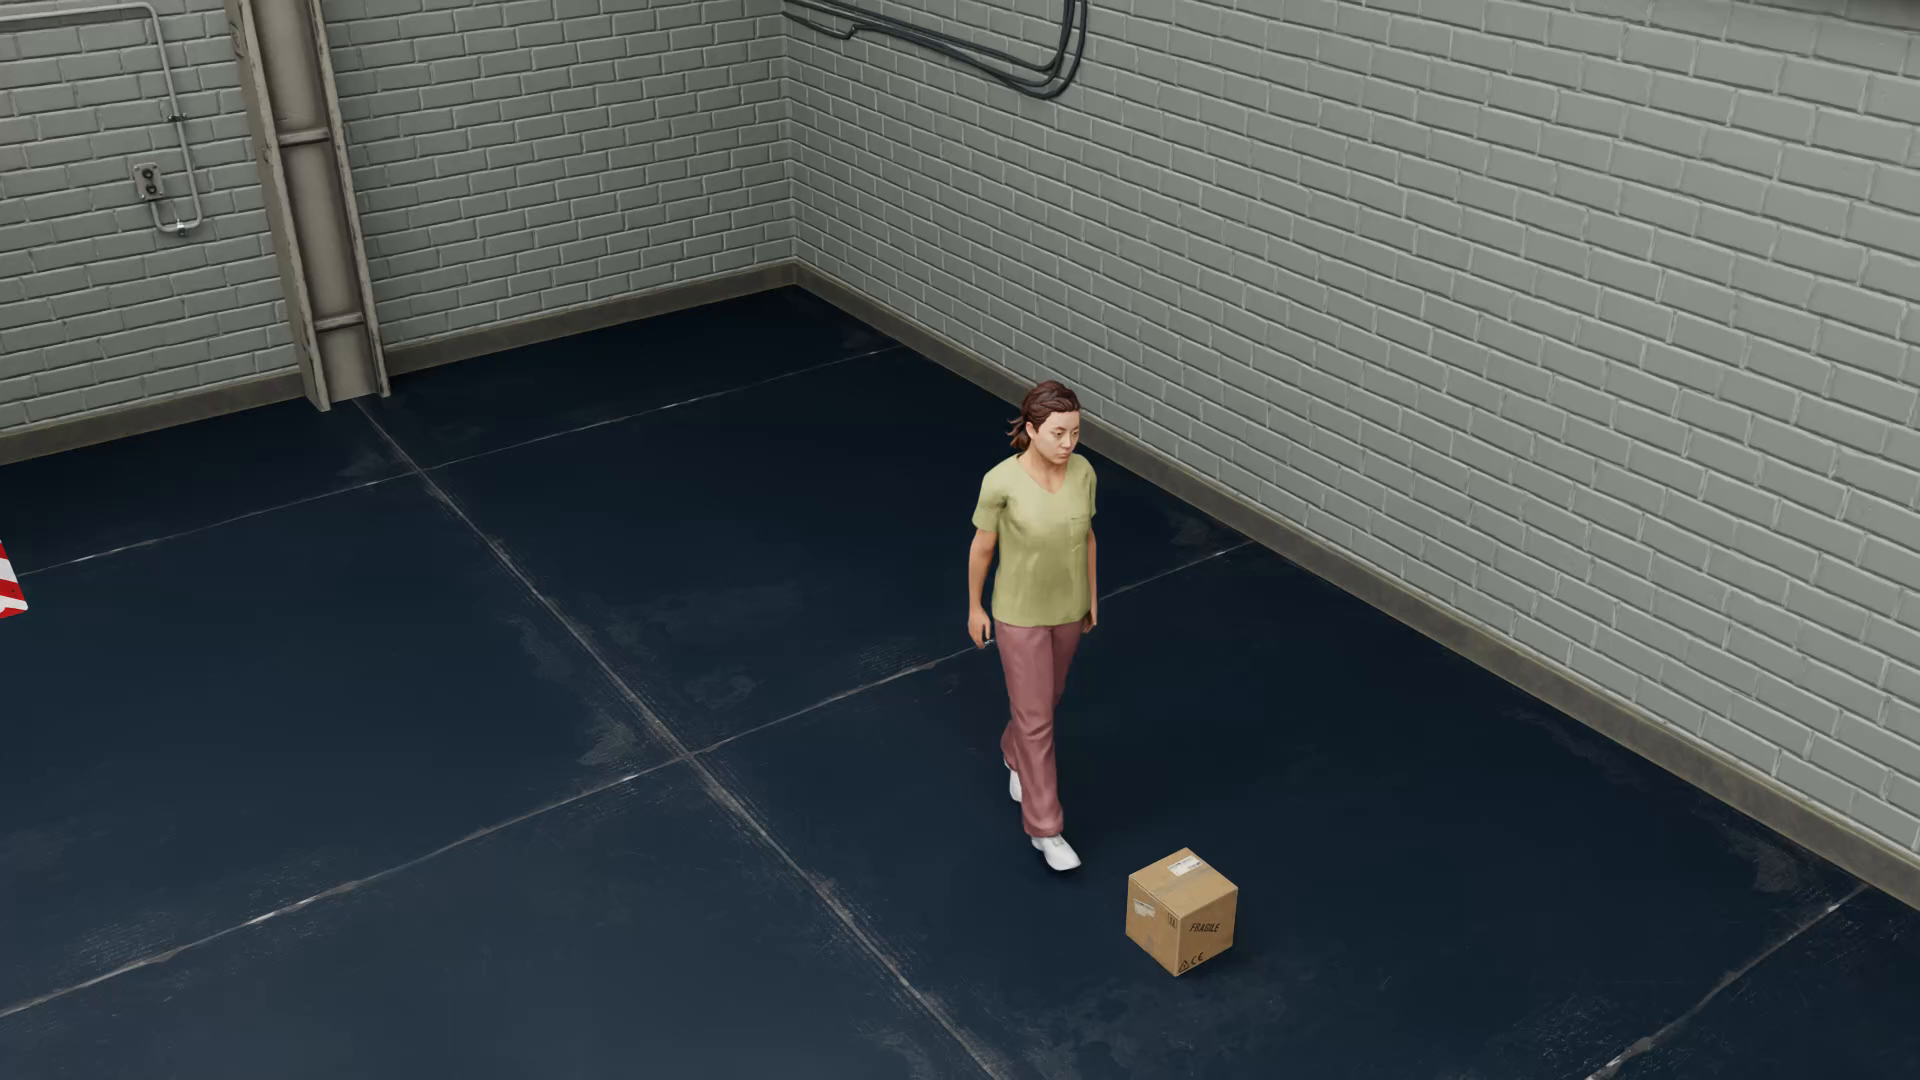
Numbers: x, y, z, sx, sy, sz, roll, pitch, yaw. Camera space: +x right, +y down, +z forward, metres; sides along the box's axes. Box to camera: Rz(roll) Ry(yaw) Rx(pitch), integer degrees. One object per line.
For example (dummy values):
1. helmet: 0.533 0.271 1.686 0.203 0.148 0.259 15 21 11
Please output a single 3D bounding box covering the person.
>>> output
1. person: 0.308 0.278 5.619 0.465 1.652 0.758 -12 31 -20
